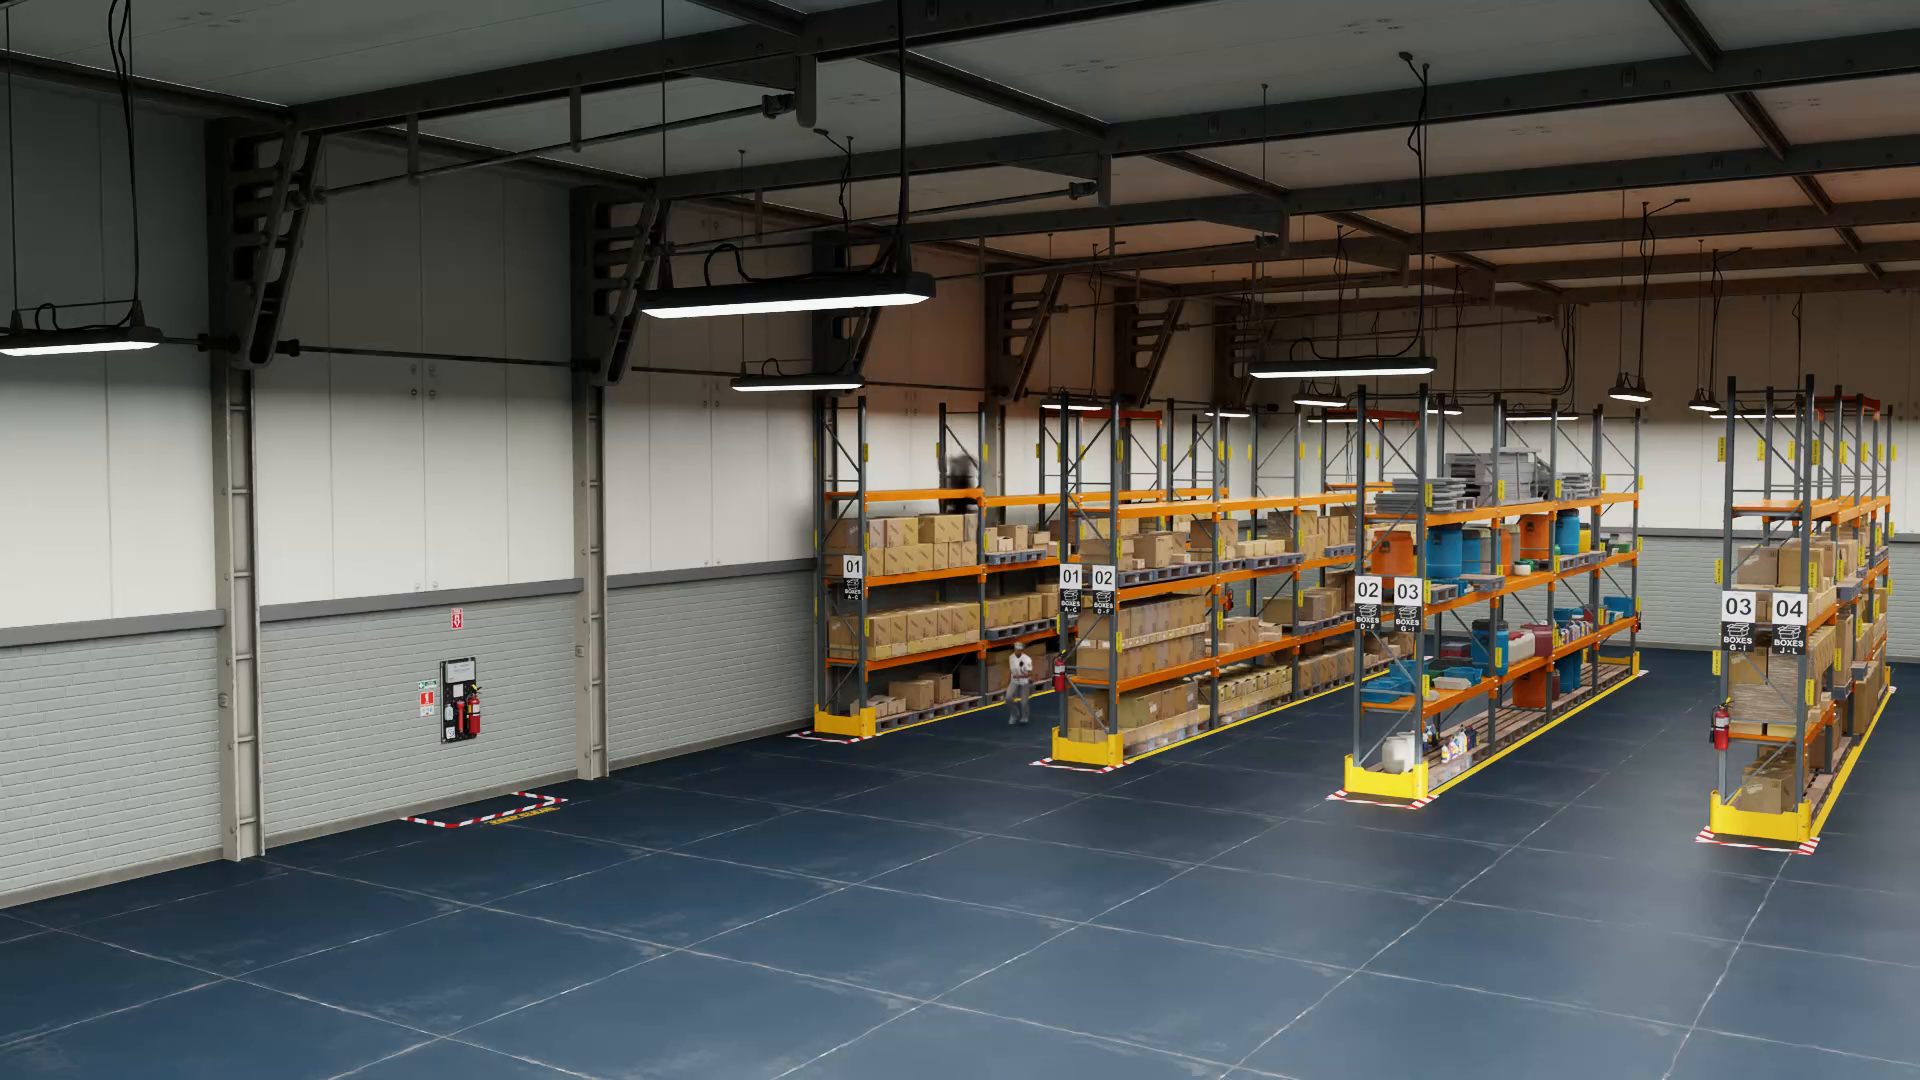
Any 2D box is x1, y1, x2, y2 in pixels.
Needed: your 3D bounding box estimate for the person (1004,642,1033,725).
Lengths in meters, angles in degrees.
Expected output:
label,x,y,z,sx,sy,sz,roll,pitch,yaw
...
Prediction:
label,x,y,z,sx,sy,sz,roll,pitch,yaw
person,1.100,2.620,30.458,0.579,1.562,0.925,1,3,20
